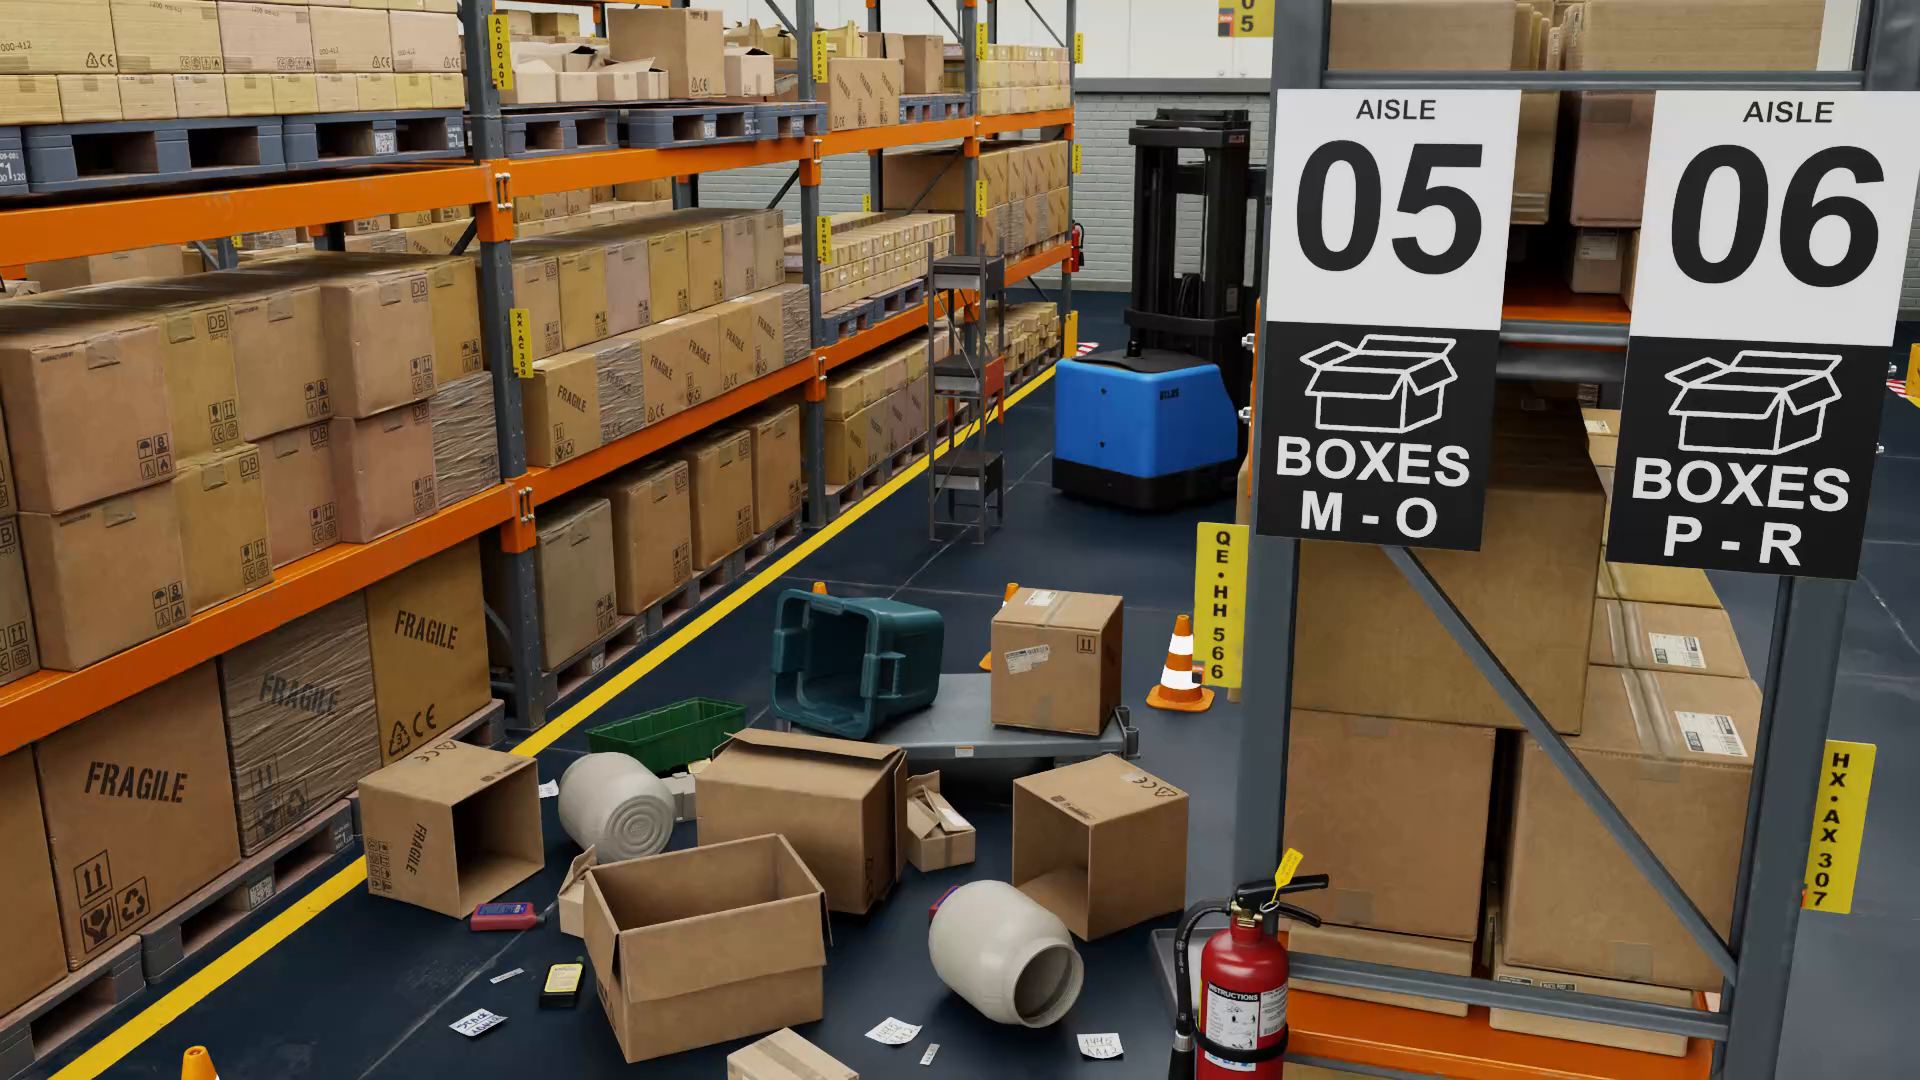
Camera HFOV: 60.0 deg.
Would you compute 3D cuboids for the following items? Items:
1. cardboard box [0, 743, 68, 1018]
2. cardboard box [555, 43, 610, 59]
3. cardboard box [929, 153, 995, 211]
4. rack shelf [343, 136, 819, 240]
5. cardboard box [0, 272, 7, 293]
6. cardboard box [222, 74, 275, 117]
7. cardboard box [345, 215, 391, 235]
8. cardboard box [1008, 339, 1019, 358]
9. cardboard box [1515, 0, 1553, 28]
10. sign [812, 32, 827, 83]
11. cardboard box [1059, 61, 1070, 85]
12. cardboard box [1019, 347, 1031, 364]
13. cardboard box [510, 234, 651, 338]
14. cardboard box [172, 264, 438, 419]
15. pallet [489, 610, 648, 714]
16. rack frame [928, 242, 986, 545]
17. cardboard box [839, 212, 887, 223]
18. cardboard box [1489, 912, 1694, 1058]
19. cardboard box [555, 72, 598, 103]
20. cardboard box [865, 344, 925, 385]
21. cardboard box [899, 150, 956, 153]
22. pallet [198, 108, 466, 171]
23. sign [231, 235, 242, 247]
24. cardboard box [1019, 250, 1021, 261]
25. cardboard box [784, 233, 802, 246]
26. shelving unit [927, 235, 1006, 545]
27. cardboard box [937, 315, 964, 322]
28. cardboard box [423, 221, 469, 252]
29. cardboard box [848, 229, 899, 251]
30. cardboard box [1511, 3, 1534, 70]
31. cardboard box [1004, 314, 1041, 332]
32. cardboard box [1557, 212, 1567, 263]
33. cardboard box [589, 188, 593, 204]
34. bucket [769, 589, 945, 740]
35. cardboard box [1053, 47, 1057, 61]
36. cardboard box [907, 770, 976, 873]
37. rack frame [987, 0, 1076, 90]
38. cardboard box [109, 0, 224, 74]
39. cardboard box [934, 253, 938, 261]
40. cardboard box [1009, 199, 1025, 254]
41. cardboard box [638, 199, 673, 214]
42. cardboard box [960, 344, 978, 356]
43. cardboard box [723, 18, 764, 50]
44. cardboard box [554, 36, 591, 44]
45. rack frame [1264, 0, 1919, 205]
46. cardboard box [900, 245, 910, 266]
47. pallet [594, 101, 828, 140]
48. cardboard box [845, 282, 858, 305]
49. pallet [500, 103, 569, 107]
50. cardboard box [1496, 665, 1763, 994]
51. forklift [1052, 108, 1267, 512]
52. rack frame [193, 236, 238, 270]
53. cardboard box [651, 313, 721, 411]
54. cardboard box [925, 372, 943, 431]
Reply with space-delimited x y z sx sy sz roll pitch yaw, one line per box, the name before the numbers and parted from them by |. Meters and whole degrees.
cardboard box | -3.620 1.164 5.352 0.875 0.875 0.875 5 17 16
cardboard box | -2.180 -2.779 9.844 0.500 0.311 0.500 4 16 15
cardboard box | 0.023 -3.384 15.704 0.500 0.500 0.500 5 17 17
rack shelf | -2.044 -2.140 9.699 1.077 0.370 4.000 5 16 16
cardboard box | -6.935 -1.643 11.168 0.797 0.503 0.637 6 17 22
cardboard box | -2.770 -1.639 6.121 0.380 0.149 0.250 4 16 15
cardboard box | -5.607 -3.045 15.045 0.797 0.503 0.637 5 17 18
cardboard box | 0.404 -1.998 17.286 0.380 0.149 0.250 4 16 15
cardboard box | 2.205 -2.138 6.961 0.500 0.250 0.500 5 17 17
sign | -0.946 -3.251 11.205 0.100 0.325 0.005 5 16 16
cardboard box | 0.911 -5.131 18.283 0.500 0.250 0.500 4 16 14
cardboard box | 0.548 -1.991 17.808 0.380 0.149 0.250 5 17 17
cardboard box | -2.189 -1.446 9.416 0.700 0.500 0.500 5 17 16
cardboard box | -2.795 -0.865 7.128 0.875 0.550 0.550 5 16 16
pallet | -2.465 0.614 9.279 1.003 0.211 1.213 5 16 16
rack frame | -0.022 -0.990 11.470 0.400 2.100 0.015 5 16 16
cardboard box | -0.892 -2.913 15.203 0.380 0.149 0.250 6 17 19
cardboard box | 1.321 0.932 3.507 0.380 0.149 0.250 5 16 16
cardboard box | -2.080 -2.344 8.608 0.250 0.149 0.380 5 16 16
cardboard box | -0.604 -1.486 14.008 0.500 0.250 0.500 4 16 13
cardboard box | -0.323 -3.565 16.340 0.500 0.500 0.500 4 16 14
pallet | -2.855 -1.707 7.017 1.003 0.211 1.213 5 16 16
sign | -5.679 -2.457 13.018 0.100 0.325 0.005 5 16 16
cardboard box | 0.415 -2.963 17.239 0.380 0.149 0.250 5 17 18
cardboard box | -1.481 -2.365 13.269 0.380 0.149 0.250 5 16 16
shelving unit | 0.047 -1.053 11.696 0.431 2.100 0.503 5 16 16
cardboard box | -0.032 -2.320 17.875 0.380 0.149 0.250 5 17 17
cardboard box | -5.084 -2.800 16.020 0.500 0.500 0.500 5 17 18
cardboard box | -0.712 -2.449 13.566 0.380 0.149 0.250 4 16 15
cardboard box | 0.949 -0.998 3.352 0.380 0.149 0.250 5 17 17
cardboard box | 0.655 -2.342 17.953 0.380 0.149 0.250 5 17 18
cardboard box | 1.575 -0.709 3.795 0.380 0.149 0.250 5 16 16
cardboard box | -4.608 -4.131 19.252 0.500 0.500 0.500 4 16 14
bucket | -0.440 0.538 7.649 0.726 0.611 0.620 11 9 35
cardboard box | 0.842 -5.294 18.129 0.380 0.149 0.250 5 17 17
cardboard box | -0.127 1.199 7.114 0.258 0.266 0.396 -7 17 -23
rack frame | 0.798 -6.546 18.416 1.000 3.000 0.127 5 16 16
cardboard box | -2.937 -1.740 5.747 0.500 0.250 0.500 5 16 16
cardboard box | -0.408 -2.442 14.632 0.380 0.149 0.250 5 16 16
cardboard box | 0.355 -3.173 16.792 0.500 0.500 0.500 4 16 15
cardboard box | -3.812 -3.994 20.144 0.500 0.250 0.500 4 16 15
cardboard box | -0.042 -1.804 16.056 0.380 0.149 0.250 5 17 18
cardboard box | -1.610 -3.552 11.772 0.396 0.266 0.258 5 16 16
cardboard box | -4.459 -5.241 18.177 0.700 0.500 0.500 5 17 18
rack frame | 1.026 -2.002 2.397 1.000 3.000 0.127 5 16 16
cardboard box | -0.634 -2.373 13.843 0.380 0.149 0.250 5 17 16
pallet | -1.608 -2.746 10.863 1.213 0.211 1.003 5 17 18
cardboard box | -1.002 -1.890 12.686 0.380 0.149 0.250 5 17 19
pallet | -4.823 -4.638 17.349 1.003 0.211 1.213 5 16 16
cardboard box | 1.426 0.590 3.523 0.500 0.500 0.500 4 16 15
forklift | 2.149 -1.940 13.298 3.031 2.935 1.130 -14 21 -40
rack frame | -6.202 -1.978 13.305 1.000 3.000 0.127 5 16 16
cardboard box | -1.773 -1.080 9.958 0.500 0.500 0.500 5 17 17
cardboard box | -0.454 -1.265 14.604 0.500 0.500 0.500 4 16 15
